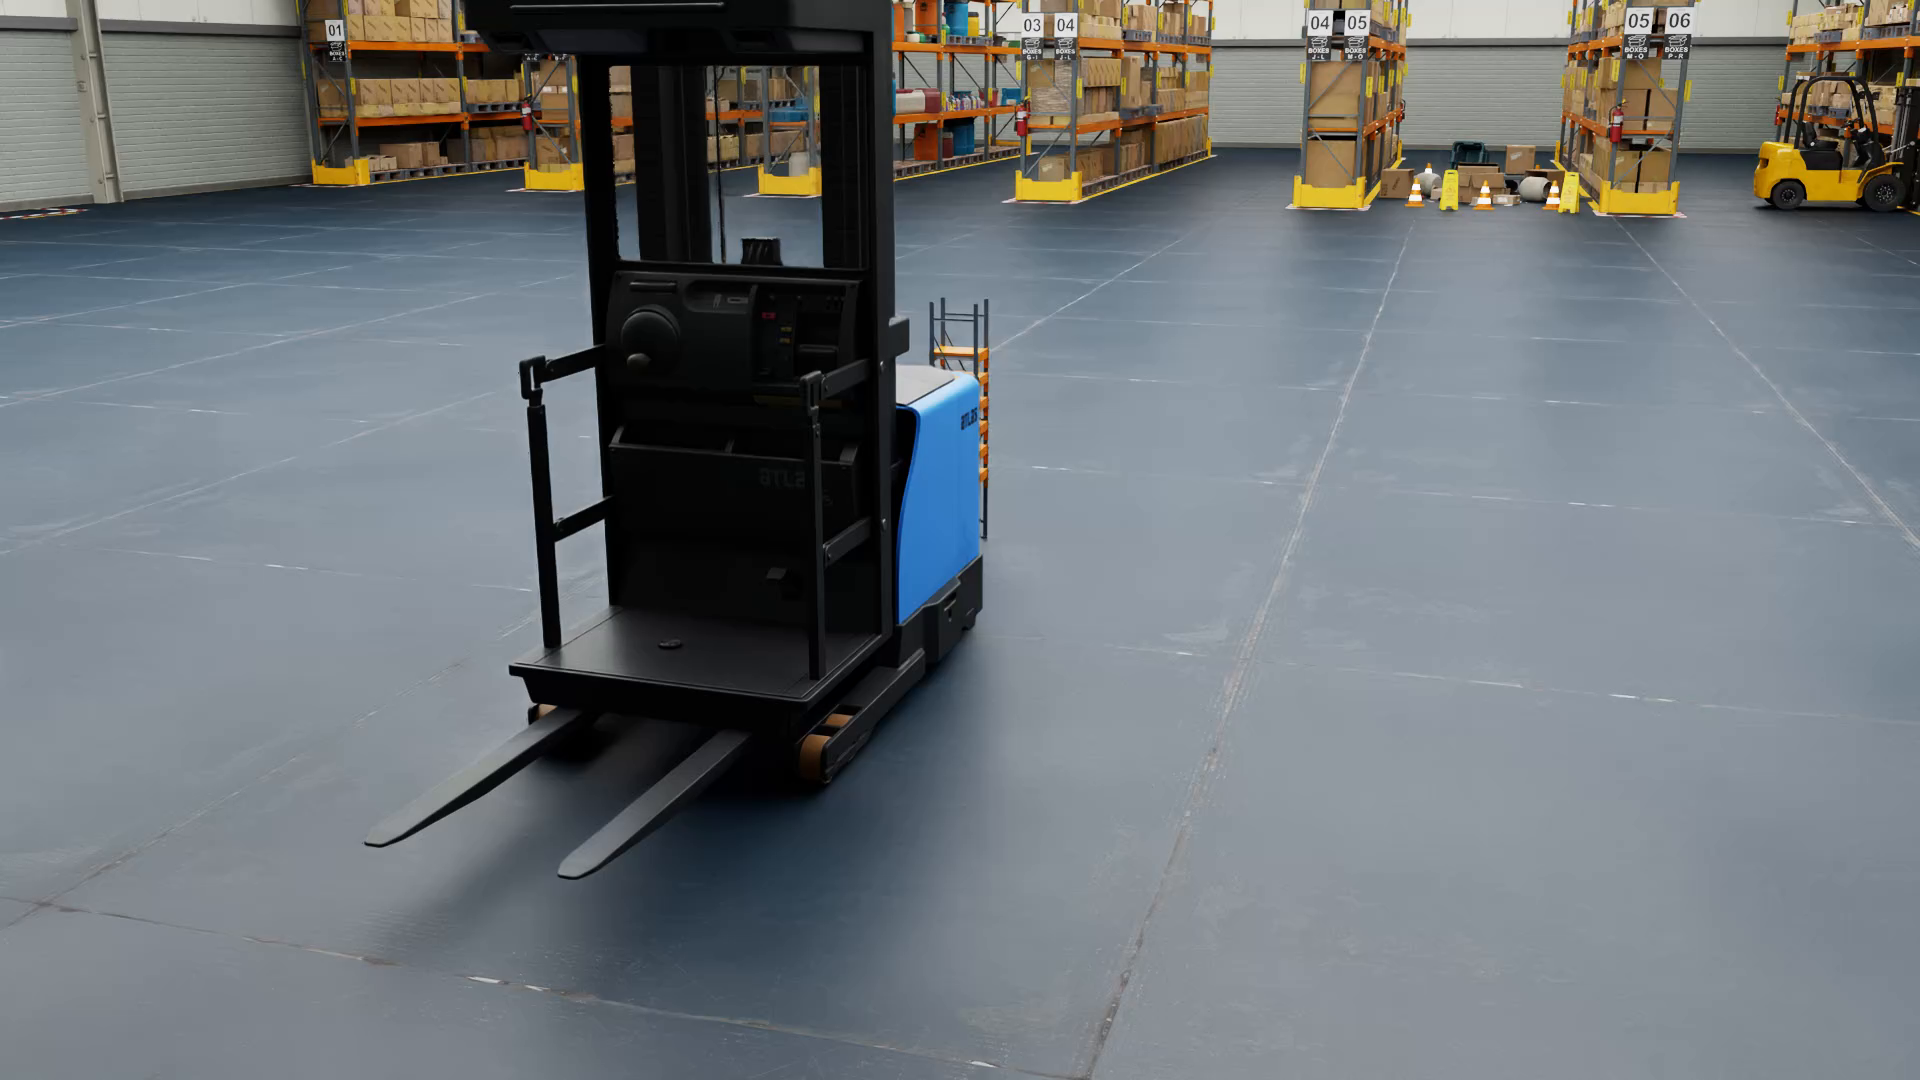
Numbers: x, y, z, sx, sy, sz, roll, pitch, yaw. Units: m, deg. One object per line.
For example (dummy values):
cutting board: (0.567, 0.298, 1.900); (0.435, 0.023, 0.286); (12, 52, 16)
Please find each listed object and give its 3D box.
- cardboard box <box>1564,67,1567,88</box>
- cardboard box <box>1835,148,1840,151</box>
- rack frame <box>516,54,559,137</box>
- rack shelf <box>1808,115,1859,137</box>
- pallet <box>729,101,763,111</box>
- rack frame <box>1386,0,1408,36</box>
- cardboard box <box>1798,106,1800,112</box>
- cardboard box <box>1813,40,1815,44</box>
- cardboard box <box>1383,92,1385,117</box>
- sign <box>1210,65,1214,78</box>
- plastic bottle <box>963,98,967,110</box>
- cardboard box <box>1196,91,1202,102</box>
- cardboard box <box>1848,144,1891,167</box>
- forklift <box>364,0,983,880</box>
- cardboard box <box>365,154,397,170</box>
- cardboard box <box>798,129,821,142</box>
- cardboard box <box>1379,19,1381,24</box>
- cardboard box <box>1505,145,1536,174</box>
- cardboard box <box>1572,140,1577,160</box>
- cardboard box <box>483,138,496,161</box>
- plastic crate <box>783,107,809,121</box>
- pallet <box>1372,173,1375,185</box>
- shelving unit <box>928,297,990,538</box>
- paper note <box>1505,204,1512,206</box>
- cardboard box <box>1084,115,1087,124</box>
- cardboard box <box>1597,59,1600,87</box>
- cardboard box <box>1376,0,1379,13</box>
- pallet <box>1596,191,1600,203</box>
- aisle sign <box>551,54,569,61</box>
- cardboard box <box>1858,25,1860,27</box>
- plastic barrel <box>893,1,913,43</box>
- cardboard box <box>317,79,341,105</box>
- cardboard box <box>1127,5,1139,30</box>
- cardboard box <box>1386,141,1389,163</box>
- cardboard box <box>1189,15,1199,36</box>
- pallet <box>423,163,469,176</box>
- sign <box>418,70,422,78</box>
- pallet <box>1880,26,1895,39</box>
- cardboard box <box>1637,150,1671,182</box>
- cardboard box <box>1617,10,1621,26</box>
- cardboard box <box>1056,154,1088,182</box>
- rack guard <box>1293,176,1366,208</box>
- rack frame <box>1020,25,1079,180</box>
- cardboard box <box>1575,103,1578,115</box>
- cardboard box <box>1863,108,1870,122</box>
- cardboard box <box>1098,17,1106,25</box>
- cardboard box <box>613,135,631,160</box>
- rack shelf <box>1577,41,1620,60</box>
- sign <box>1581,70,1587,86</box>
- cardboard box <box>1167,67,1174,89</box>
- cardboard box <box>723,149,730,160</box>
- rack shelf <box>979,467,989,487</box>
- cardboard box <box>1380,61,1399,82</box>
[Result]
cardboard box: (15.213, -11.405, 41.027); (0.500, 0.500, 0.500); (4, 16, 15)
cardboard box: (18.175, -7.759, 34.000); (0.500, 0.500, 0.500); (4, 16, 15)
rack frame: (-10.400, -10.807, 40.935); (1.000, 3.000, 0.127); (5, 16, 16)
rack shelf: (18.677, -8.680, 34.752); (1.077, 0.370, 4.000); (5, 16, 16)
pallet: (-5.524, -10.515, 40.255); (1.213, 0.211, 1.003); (5, 16, 16)
rack frame: (10.847, -14.223, 41.983); (1.000, 3.000, 0.127); (5, 16, 16)
cardboard box: (19.550, -9.934, 38.314); (0.380, 0.149, 0.250); (5, 16, 16)
cardboard box: (19.222, -11.122, 37.006); (0.380, 0.149, 0.250); (5, 17, 18)
cardboard box: (8.418, -8.892, 33.999); (0.500, 0.500, 0.500); (4, 16, 15)
sign: (6.637, -12.373, 43.900); (0.100, 0.325, 0.005); (5, 16, 16)
plastic bottle: (0.082, -10.574, 40.341); (0.152, 0.276, 0.135); (5, 16, 16)
cardboard box: (5.948, -11.406, 42.774); (0.500, 0.250, 0.500); (4, 16, 14)
cardboard box: (17.918, -7.400, 32.504); (0.875, 0.625, 0.625); (5, 17, 18)
forklift: (-0.851, -0.726, 5.518); (1.130, 2.935, 3.031); (5, 17, 18)
cardboard box: (-12.229, -7.956, 35.002); (0.500, 0.311, 0.500); (6, 17, 20)
cardboard box: (-3.984, -10.973, 45.288); (0.797, 0.503, 0.637); (5, 16, 16)
cardboard box: (7.497, -9.516, 30.393); (0.380, 0.149, 0.250); (5, 17, 17)
cardboard box: (10.497, -7.132, 31.170); (0.500, 0.500, 0.500); (5, 16, 16)
cardboard box: (14.767, -9.058, 38.694); (0.875, 0.438, 0.875); (4, 16, 15)
cardboard box: (-11.245, -9.103, 38.700); (0.700, 0.500, 0.500); (4, 16, 15)
plastic crate: (-3.130, -8.198, 32.008); (0.499, 0.251, 0.408); (5, 16, 16)
pallet: (7.929, -7.384, 33.975); (1.003, 0.211, 1.213); (5, 16, 16)
shelving unit: (-0.004, -0.573, 8.152); (0.258, 1.200, 0.189); (5, 16, 16)
paper note: (9.435, -5.767, 28.605); (0.148, 0.019, 0.142); (-1, 16, -3)
cardboard box: (2.109, -7.692, 30.413); (0.380, 0.149, 0.250); (5, 16, 16)
cardboard box: (11.879, -8.414, 29.936); (0.700, 0.500, 0.500); (4, 16, 15)
cardboard box: (7.113, -9.418, 29.315); (0.500, 0.250, 0.500); (5, 16, 16)
pallet: (11.710, -6.000, 29.096); (1.003, 0.211, 1.213); (5, 16, 16)
aisle sign: (-7.648, -9.541, 31.706); (0.394, 0.787, 0.004); (5, 16, 16)
cardboard box: (18.071, -10.243, 32.992); (0.380, 0.149, 0.250); (4, 16, 15)
plastic barrel: (-1.343, -11.525, 37.050); (0.600, 0.901, 0.600); (0, 16, 0)
cardboard box: (-12.743, -9.152, 33.964); (0.500, 0.500, 0.500); (4, 16, 15)
cardboard box: (3.206, -10.665, 33.978); (0.797, 0.503, 0.637); (5, 17, 18)
cardboard box: (9.446, -8.809, 37.700); (0.500, 0.500, 0.500); (4, 16, 15)
cardboard box: (5.591, -12.918, 41.744); (0.700, 0.500, 0.500); (5, 17, 18)
pallet: (-11.694, -8.241, 36.997); (1.003, 0.211, 1.213); (5, 16, 16)
sign: (-12.070, -10.360, 37.236); (0.100, 0.325, 0.005); (5, 16, 16)
pallet: (17.687, -9.378, 30.743); (1.003, 0.211, 1.213); (5, 17, 18)
cardboard box: (11.576, -6.229, 27.690); (0.500, 0.500, 0.500); (4, 16, 14)
cardboard box: (11.119, -8.593, 27.360); (0.500, 0.250, 0.500); (4, 16, 15)
cardboard box: (2.100, -7.045, 31.481); (0.500, 0.500, 0.500); (6, 17, 21)
rack guard: (6.294, -5.942, 28.363); (1.175, 0.500, 0.348); (5, 16, 16)
rack frame: (1.574, -7.562, 29.493); (1.000, 3.000, 0.127); (5, 16, 16)
cardboard box: (13.650, -9.368, 36.134); (0.500, 0.250, 0.500); (4, 16, 15)
cardboard box: (17.461, -8.067, 31.547); (0.500, 0.250, 0.500); (4, 16, 14)
cardboard box: (2.526, -9.719, 31.143); (0.380, 0.149, 0.250); (5, 17, 18)
cardboard box: (-7.129, -8.086, 34.237); (0.500, 0.500, 0.500); (5, 16, 16)
rack shelf: (13.917, -10.507, 35.696); (1.077, 0.370, 4.000); (5, 16, 16)
sign: (12.816, -9.486, 34.153); (0.100, 0.325, 0.005); (5, 16, 16)
cardboard box: (4.604, -10.886, 39.190); (0.797, 0.503, 0.637); (5, 17, 16)
cardboard box: (-5.708, -9.012, 38.873); (0.500, 0.250, 0.500); (4, 16, 15)
rack shelf: (-0.004, -0.300, 8.230); (0.258, 0.103, 0.180); (5, 16, 16)
cardboard box: (10.073, -11.062, 39.271); (0.500, 0.500, 0.500); (5, 17, 17)
